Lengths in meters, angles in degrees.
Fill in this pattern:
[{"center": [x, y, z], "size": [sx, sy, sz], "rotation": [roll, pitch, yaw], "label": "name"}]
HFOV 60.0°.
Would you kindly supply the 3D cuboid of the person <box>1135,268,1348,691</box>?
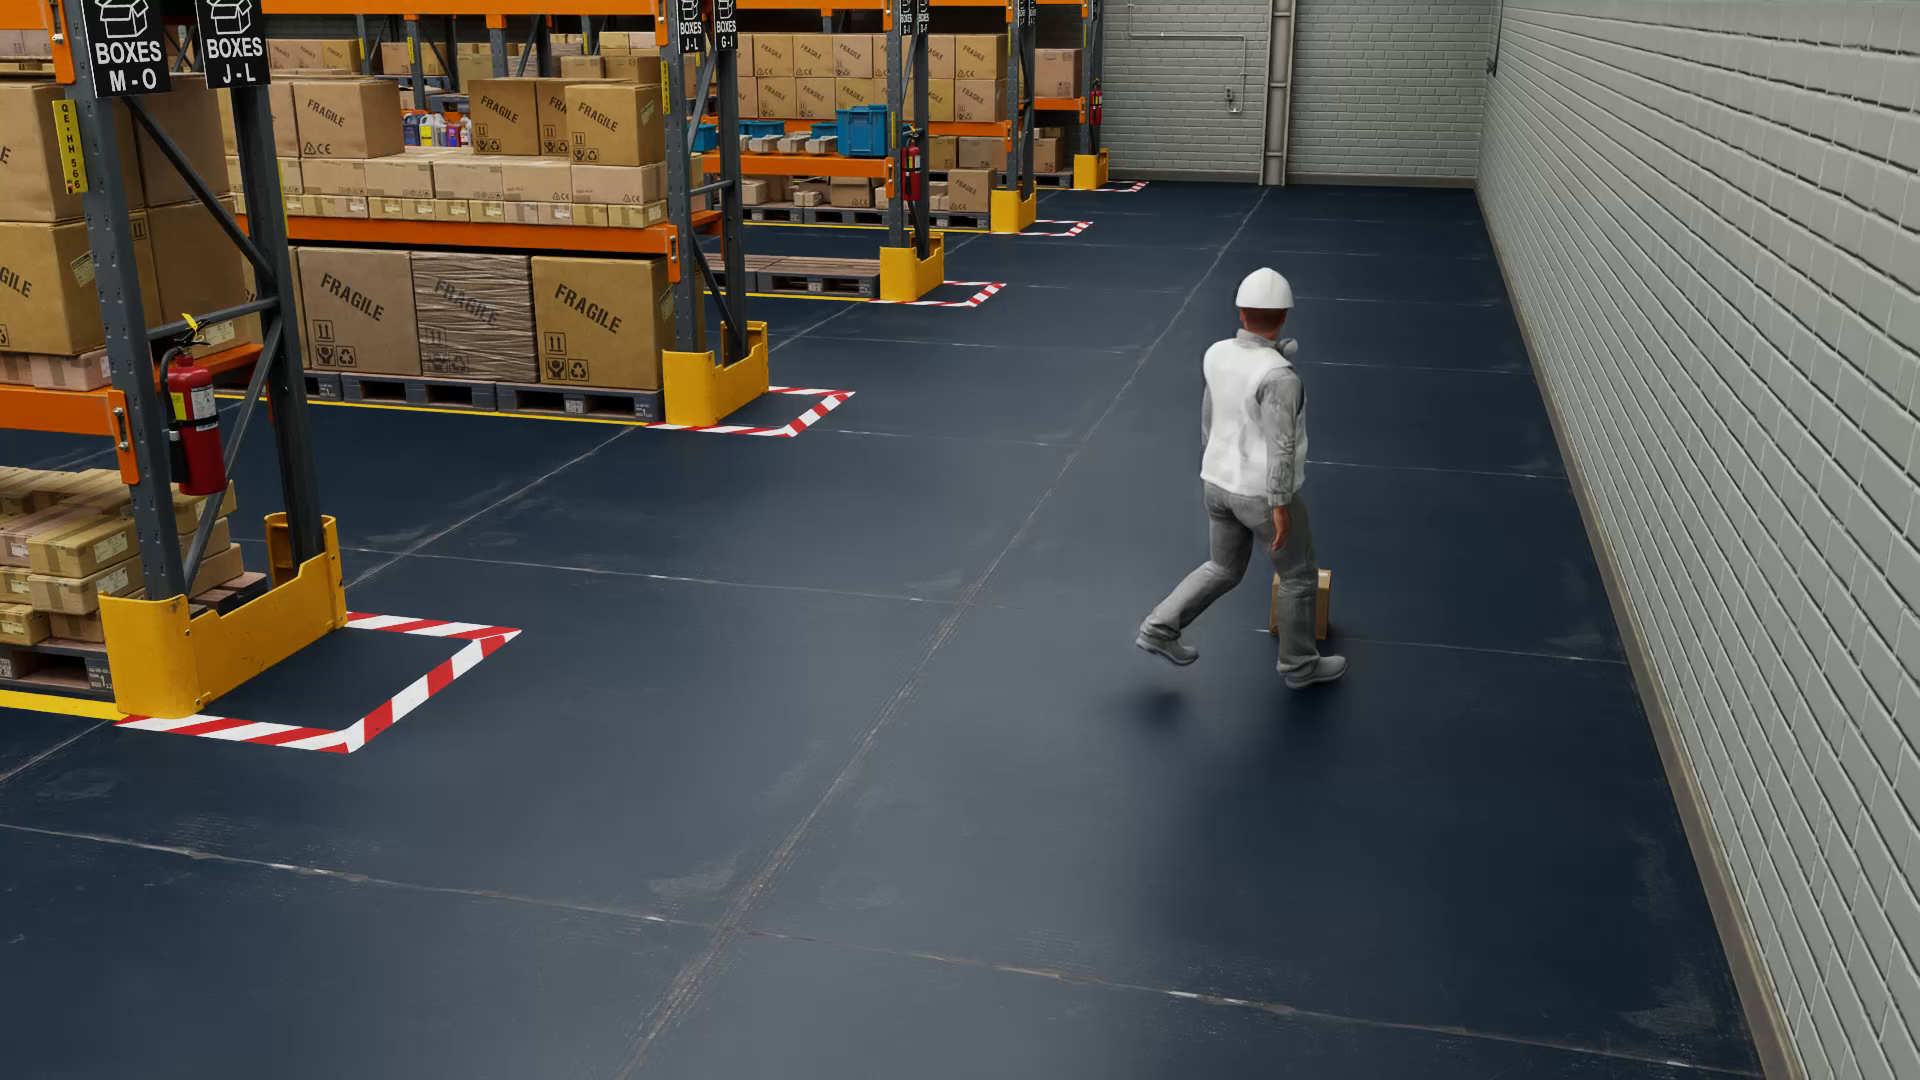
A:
[{"center": [1.195, -0.225, 6.729], "size": [0.855, 1.751, 0.567], "rotation": [-9, 20, -26], "label": "person"}]
